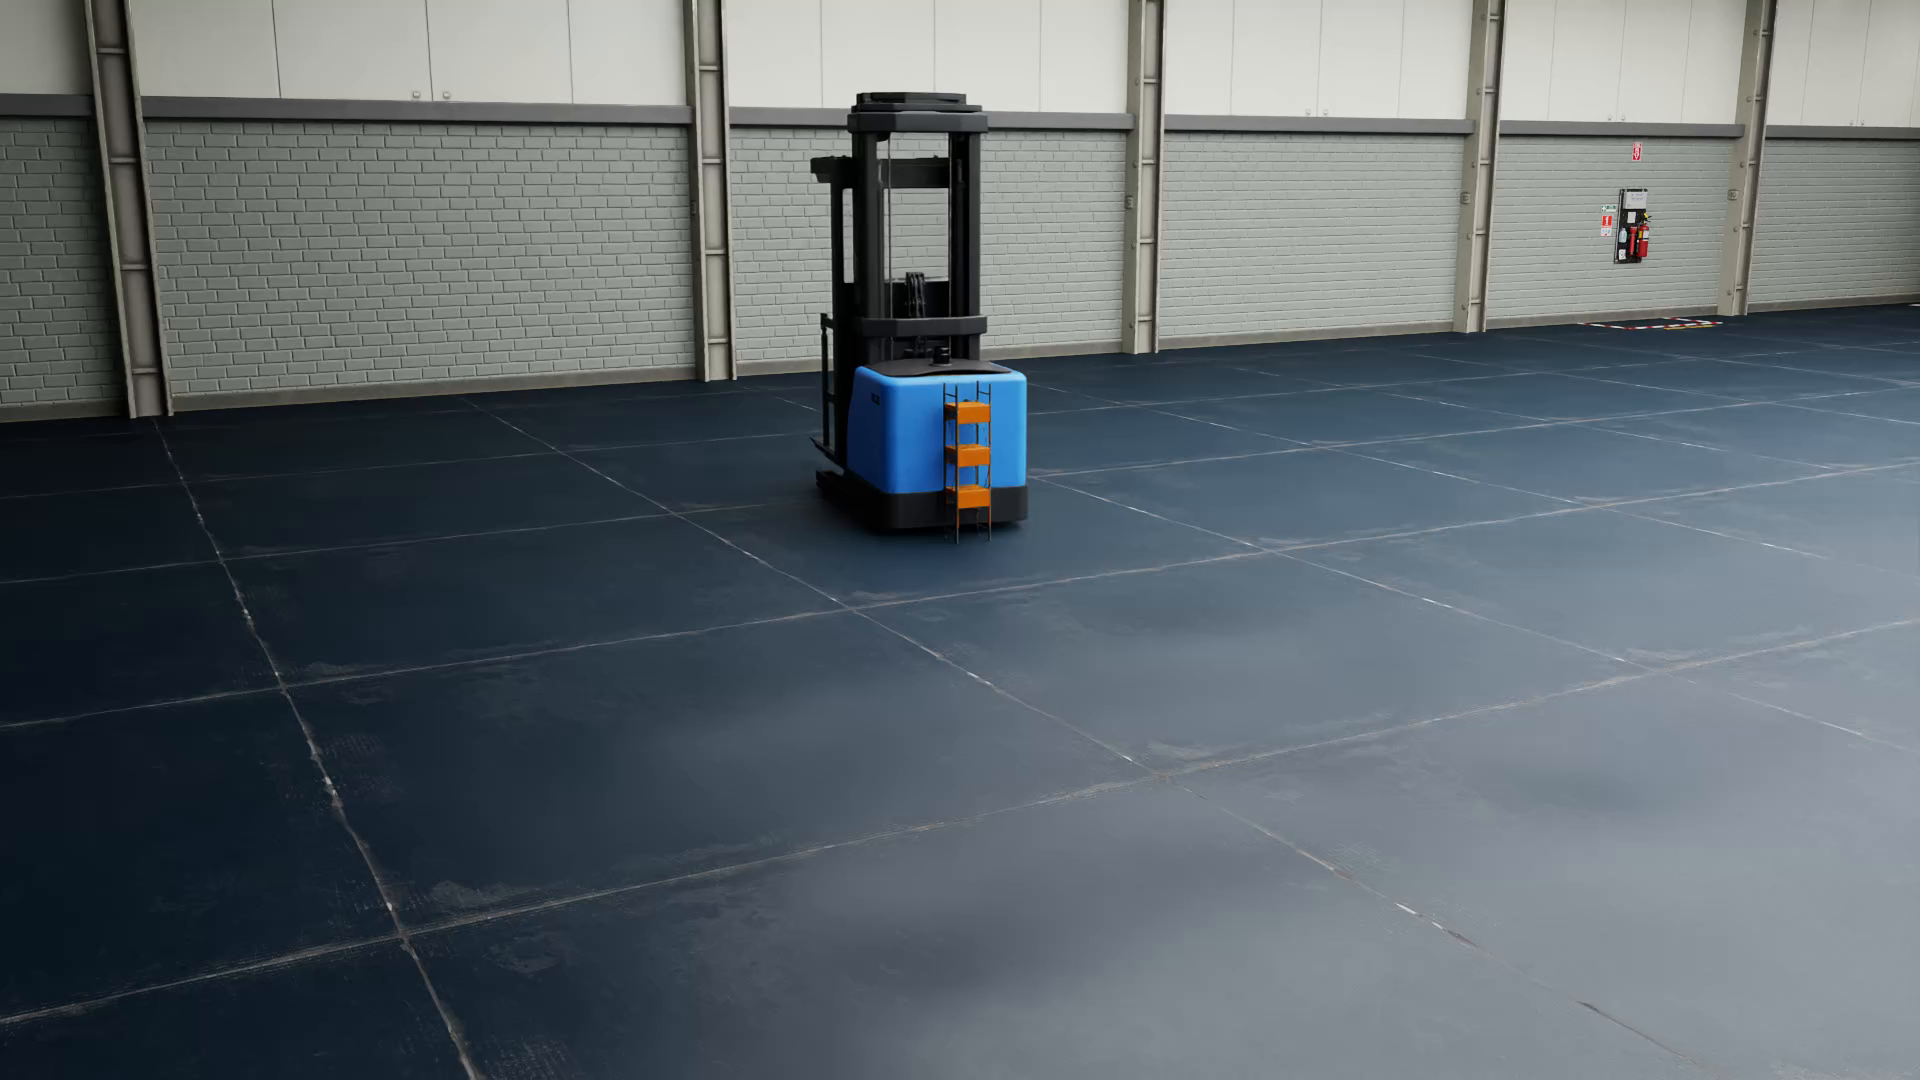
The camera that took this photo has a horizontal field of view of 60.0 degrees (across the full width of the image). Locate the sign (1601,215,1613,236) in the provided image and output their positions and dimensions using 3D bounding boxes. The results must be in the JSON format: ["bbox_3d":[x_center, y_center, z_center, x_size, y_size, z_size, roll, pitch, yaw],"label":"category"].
[{"bbox_3d":[10.222,-4.971,26.283,0.234,0.329,0.001,-7,14,-28],"label":"sign"}]

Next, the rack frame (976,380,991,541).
[{"bbox_3d":[0.157,-0.528,11.066,0.008,1.050,0.200,-6,14,-26],"label":"rack frame"}]

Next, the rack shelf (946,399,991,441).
[{"bbox_3d":[0.048,-0.783,10.953,0.240,0.259,0.215,-6,14,-26],"label":"rack shelf"}]

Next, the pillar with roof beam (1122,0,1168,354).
[{"bbox_3d":[4.474,-6.079,17.625,0.400,9.000,9.100,-7,14,-28],"label":"pillar with roof beam"}]

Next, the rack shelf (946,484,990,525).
[{"bbox_3d":[0.048,-0.235,11.076,0.240,0.259,0.215,-6,14,-26],"label":"rack shelf"}]

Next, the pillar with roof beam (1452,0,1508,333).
[{"bbox_3d":[9.740,-6.710,20.430,0.400,9.000,9.100,-7,14,-28],"label":"pillar with roof beam"}]

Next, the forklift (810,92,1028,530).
[{"bbox_3d":[-0.466,-1.779,12.337,1.130,2.935,3.031,-4,13,-17],"label":"forklift"}]

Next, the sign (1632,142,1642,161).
[{"bbox_3d":[10.702,-6.141,26.284,0.199,0.298,0.001,-7,14,-28],"label":"sign"}]

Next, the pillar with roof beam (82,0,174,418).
[{"bbox_3d":[-6.059,-4.817,12.016,0.400,9.000,9.100,-7,14,-28],"label":"pillar with roof beam"}]

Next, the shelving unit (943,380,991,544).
[{"bbox_3d":[0.048,-0.516,11.013,0.252,1.050,0.215,-6,14,-26],"label":"shelving unit"}]

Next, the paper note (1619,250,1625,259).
[{"bbox_3d":[10.568,-4.557,26.530,0.142,0.148,0.016,-7,14,-28],"label":"paper note"}]

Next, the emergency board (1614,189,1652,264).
[{"bbox_3d":[10.757,-4.992,26.457,0.643,1.169,0.194,-7,14,-28],"label":"emergency board"}]

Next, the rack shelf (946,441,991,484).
[{"bbox_3d":[0.048,-0.506,11.015,0.240,0.259,0.215,-6,14,-26],"label":"rack shelf"}]

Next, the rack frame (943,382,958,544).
[{"bbox_3d":[-0.062,-0.505,10.960,0.008,1.050,0.200,-6,14,-26],"label":"rack frame"}]

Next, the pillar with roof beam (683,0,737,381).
[{"bbox_3d":[-0.793,-5.448,14.821,0.400,9.000,9.100,-7,14,-28],"label":"pillar with roof beam"}]

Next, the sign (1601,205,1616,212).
[{"bbox_3d":[10.230,-5.228,26.220,0.331,0.109,0.001,-7,14,-28],"label":"sign"}]

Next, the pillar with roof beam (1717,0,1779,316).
[{"bbox_3d":[15.007,-7.341,23.235,0.400,9.000,9.100,-7,14,-28],"label":"pillar with roof beam"}]
